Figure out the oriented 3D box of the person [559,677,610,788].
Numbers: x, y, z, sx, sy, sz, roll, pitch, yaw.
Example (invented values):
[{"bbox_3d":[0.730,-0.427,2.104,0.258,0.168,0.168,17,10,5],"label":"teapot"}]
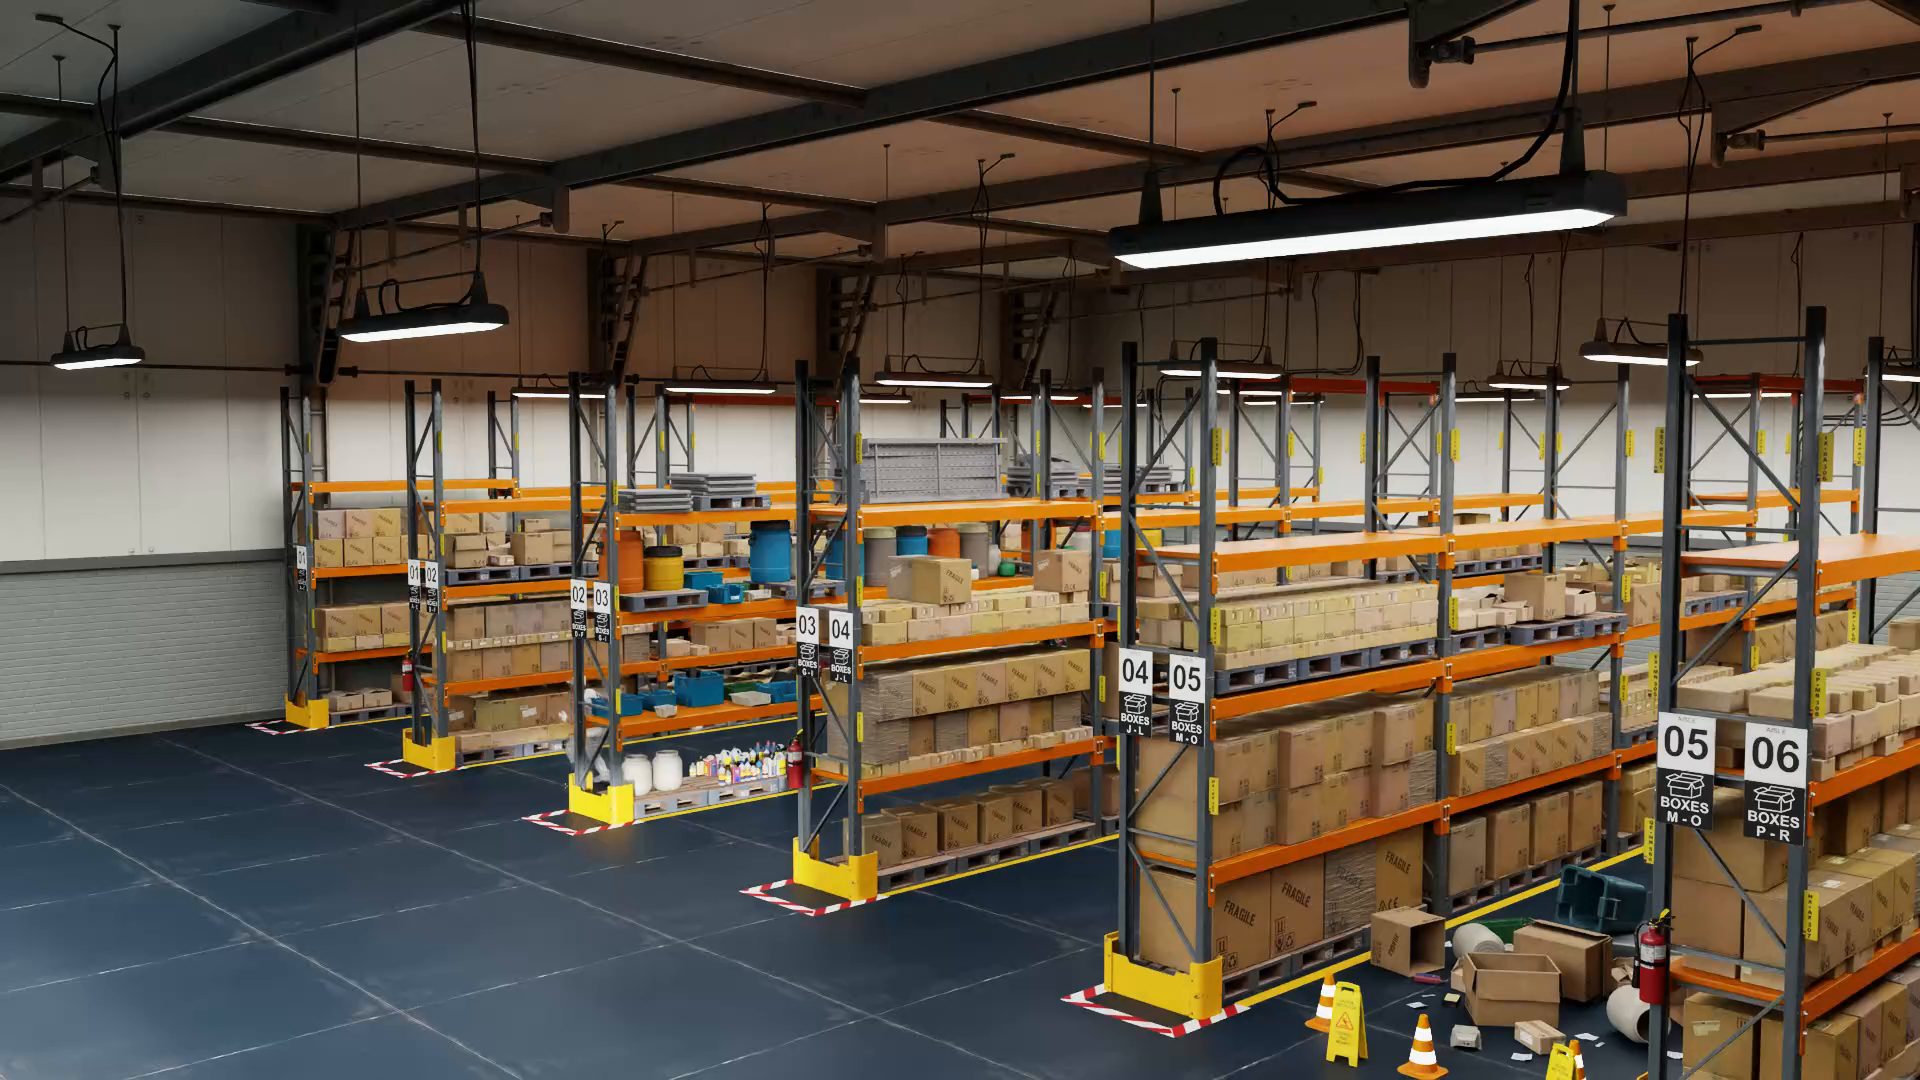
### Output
[{"bbox_3d":[-5.438,2.758,24.091,0.727,1.677,0.830,-1,4,-15],"label":"person"}]
